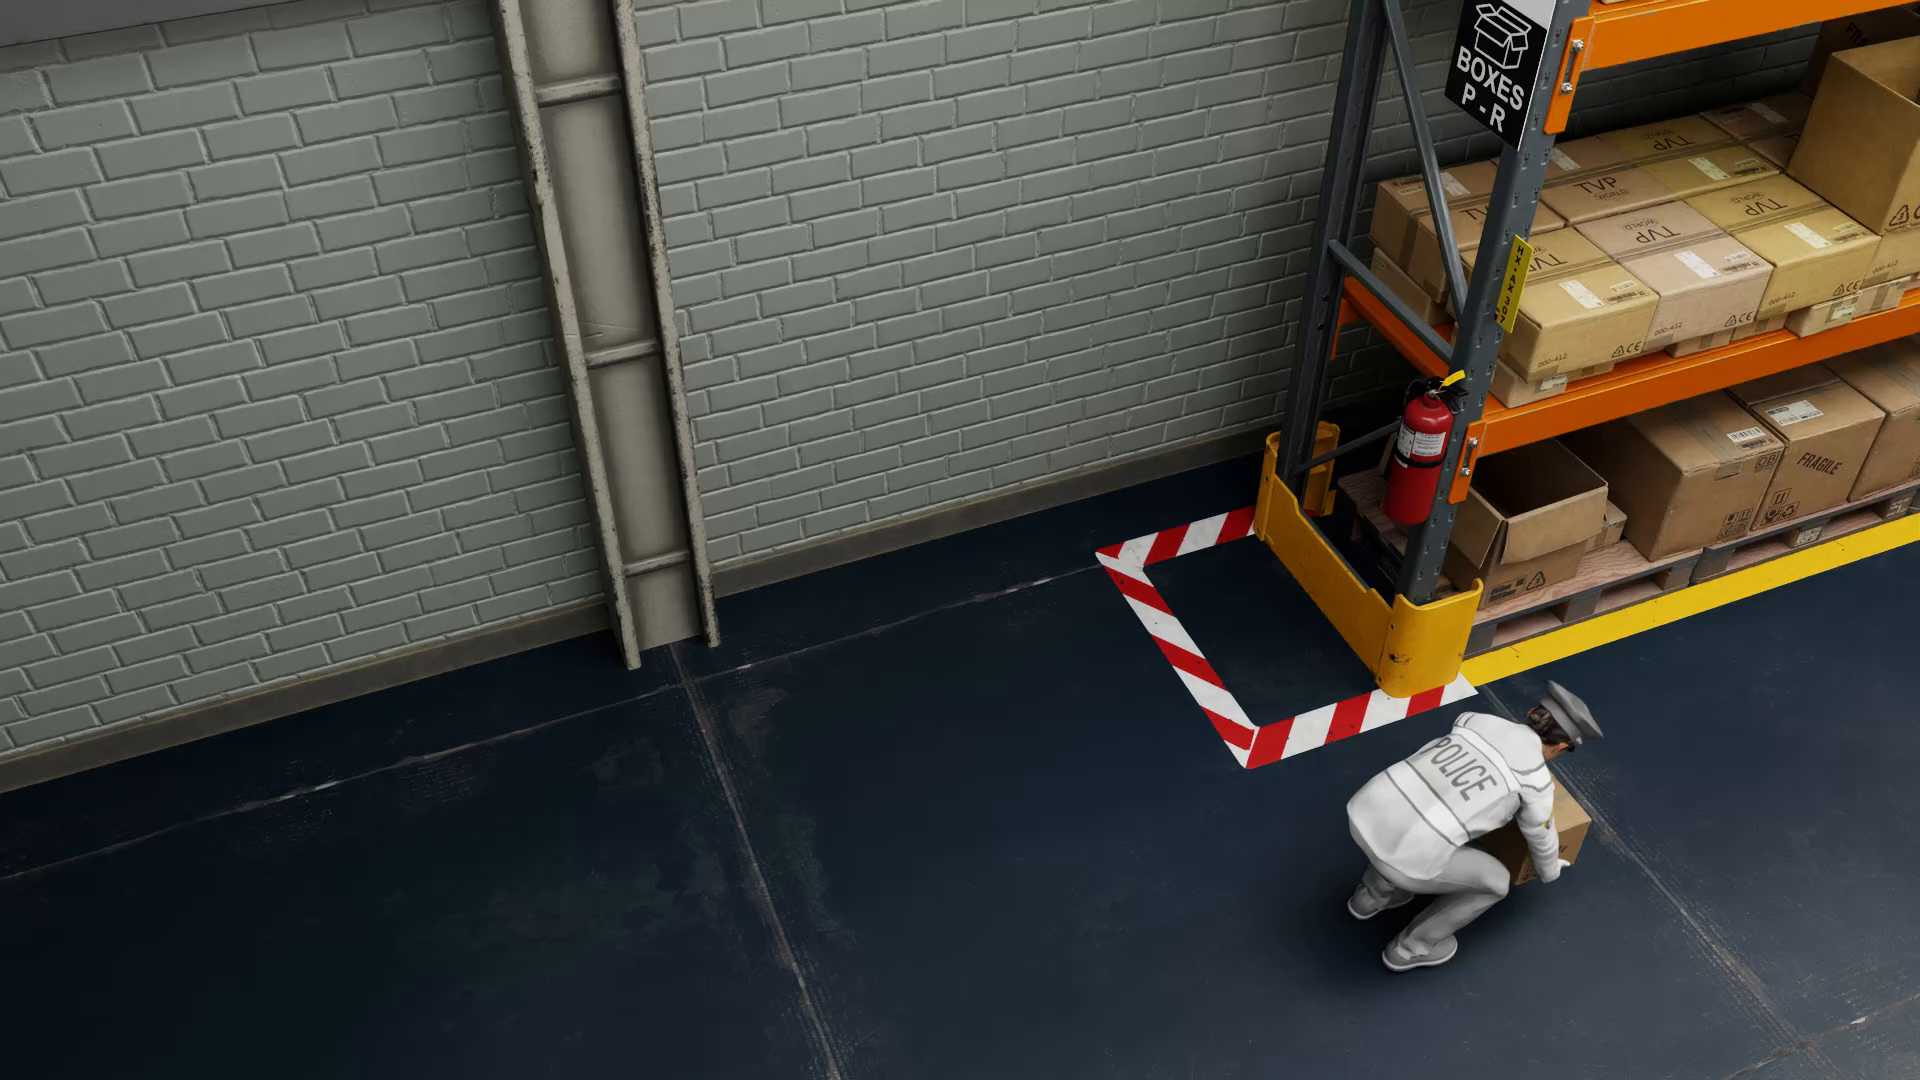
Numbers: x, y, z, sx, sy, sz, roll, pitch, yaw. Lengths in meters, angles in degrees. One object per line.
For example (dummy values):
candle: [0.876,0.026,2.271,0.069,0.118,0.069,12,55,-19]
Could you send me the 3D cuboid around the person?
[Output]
person: [14.226,-0.488,3.560,23.207,5.874,11.919,-17,45,-18]
